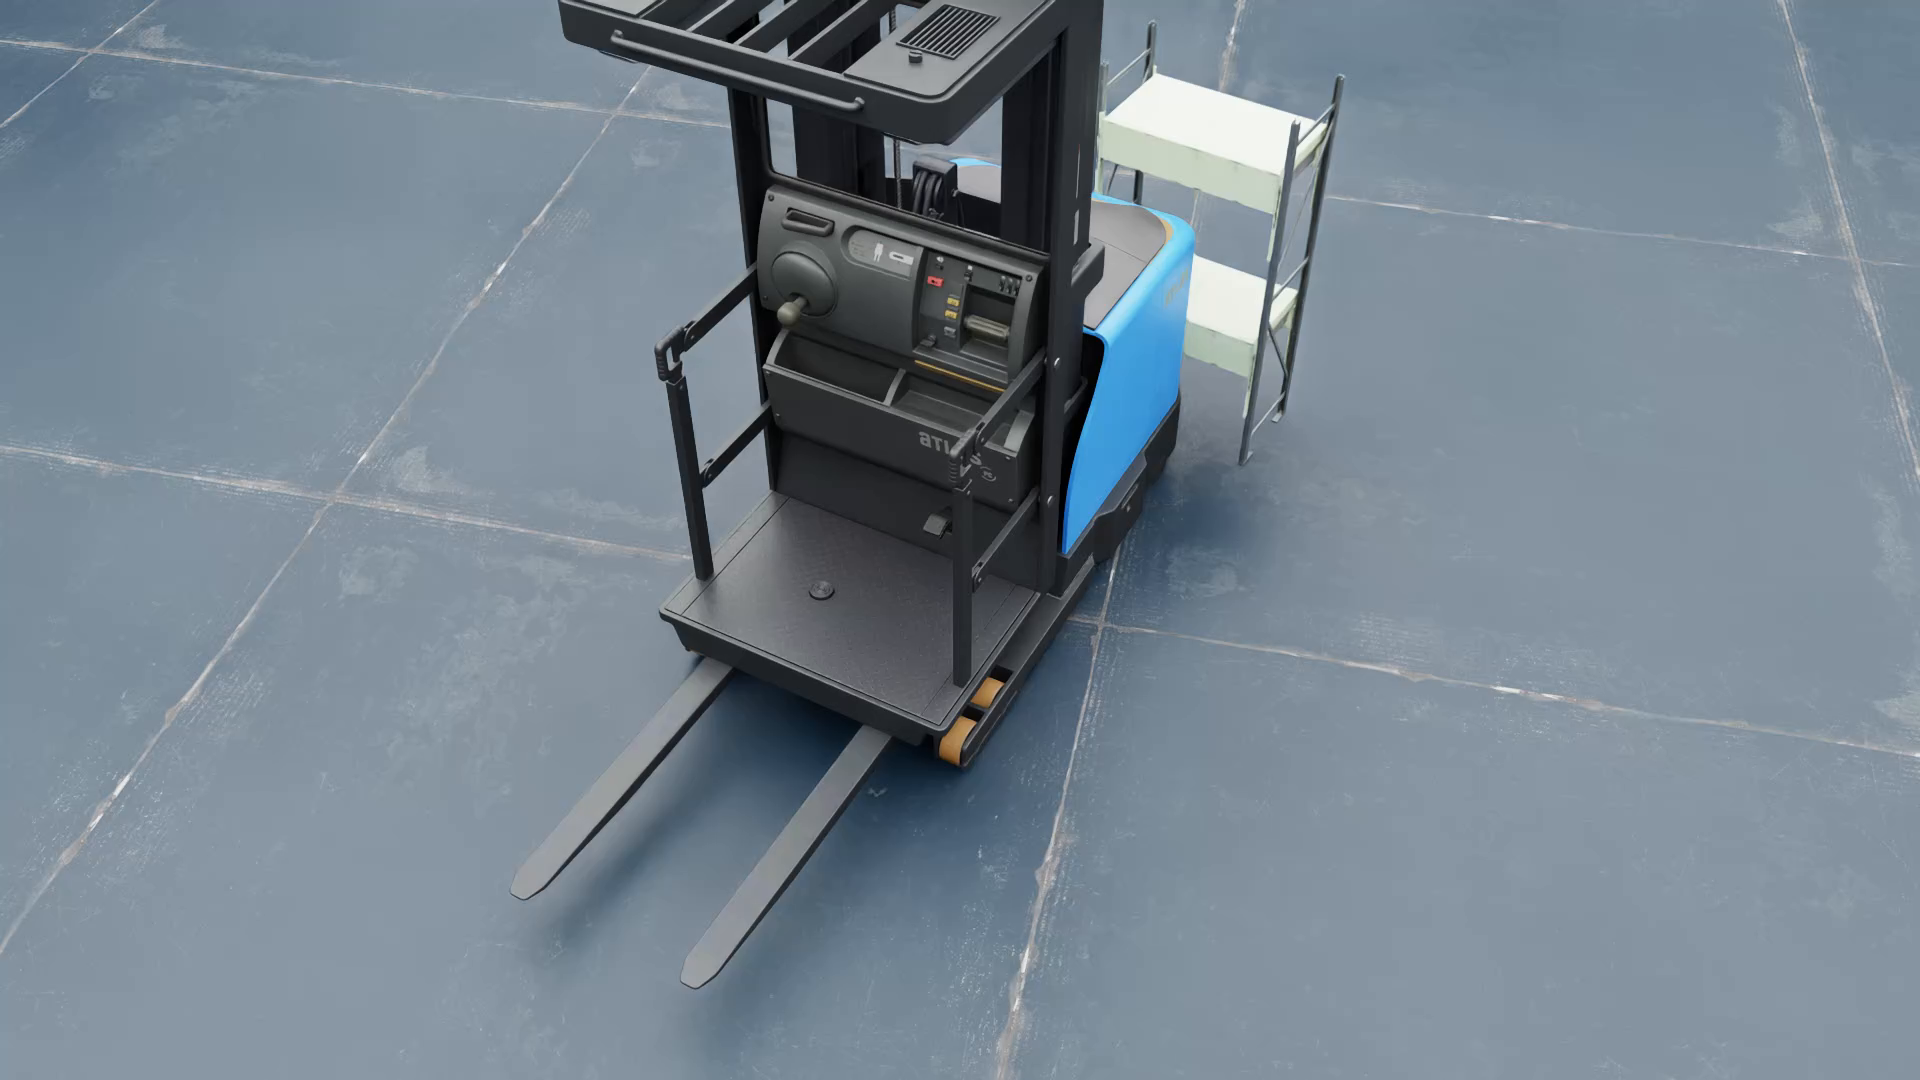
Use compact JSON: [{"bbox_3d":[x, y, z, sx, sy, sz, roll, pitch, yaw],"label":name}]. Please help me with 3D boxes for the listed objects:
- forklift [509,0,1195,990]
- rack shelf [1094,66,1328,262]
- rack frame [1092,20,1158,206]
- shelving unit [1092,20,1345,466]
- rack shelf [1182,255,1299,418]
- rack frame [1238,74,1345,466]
[{"bbox_3d":[-0.300,-0.676,4.839,1.130,2.935,3.031,21,48,20],"label":"forklift"},{"bbox_3d":[0.908,-1.374,6.031,0.720,0.370,0.431,24,49,23],"label":"rack shelf"},{"bbox_3d":[0.599,-1.229,6.443,0.023,1.500,0.400,24,49,23],"label":"rack frame"},{"bbox_3d":[0.907,-1.091,6.301,0.755,1.500,0.431,24,49,23],"label":"shelving unit"},{"bbox_3d":[0.906,-0.856,6.526,0.720,0.370,0.431,24,49,23],"label":"rack shelf"},{"bbox_3d":[1.215,-0.954,6.158,0.023,1.500,0.400,24,49,23],"label":"rack frame"}]
